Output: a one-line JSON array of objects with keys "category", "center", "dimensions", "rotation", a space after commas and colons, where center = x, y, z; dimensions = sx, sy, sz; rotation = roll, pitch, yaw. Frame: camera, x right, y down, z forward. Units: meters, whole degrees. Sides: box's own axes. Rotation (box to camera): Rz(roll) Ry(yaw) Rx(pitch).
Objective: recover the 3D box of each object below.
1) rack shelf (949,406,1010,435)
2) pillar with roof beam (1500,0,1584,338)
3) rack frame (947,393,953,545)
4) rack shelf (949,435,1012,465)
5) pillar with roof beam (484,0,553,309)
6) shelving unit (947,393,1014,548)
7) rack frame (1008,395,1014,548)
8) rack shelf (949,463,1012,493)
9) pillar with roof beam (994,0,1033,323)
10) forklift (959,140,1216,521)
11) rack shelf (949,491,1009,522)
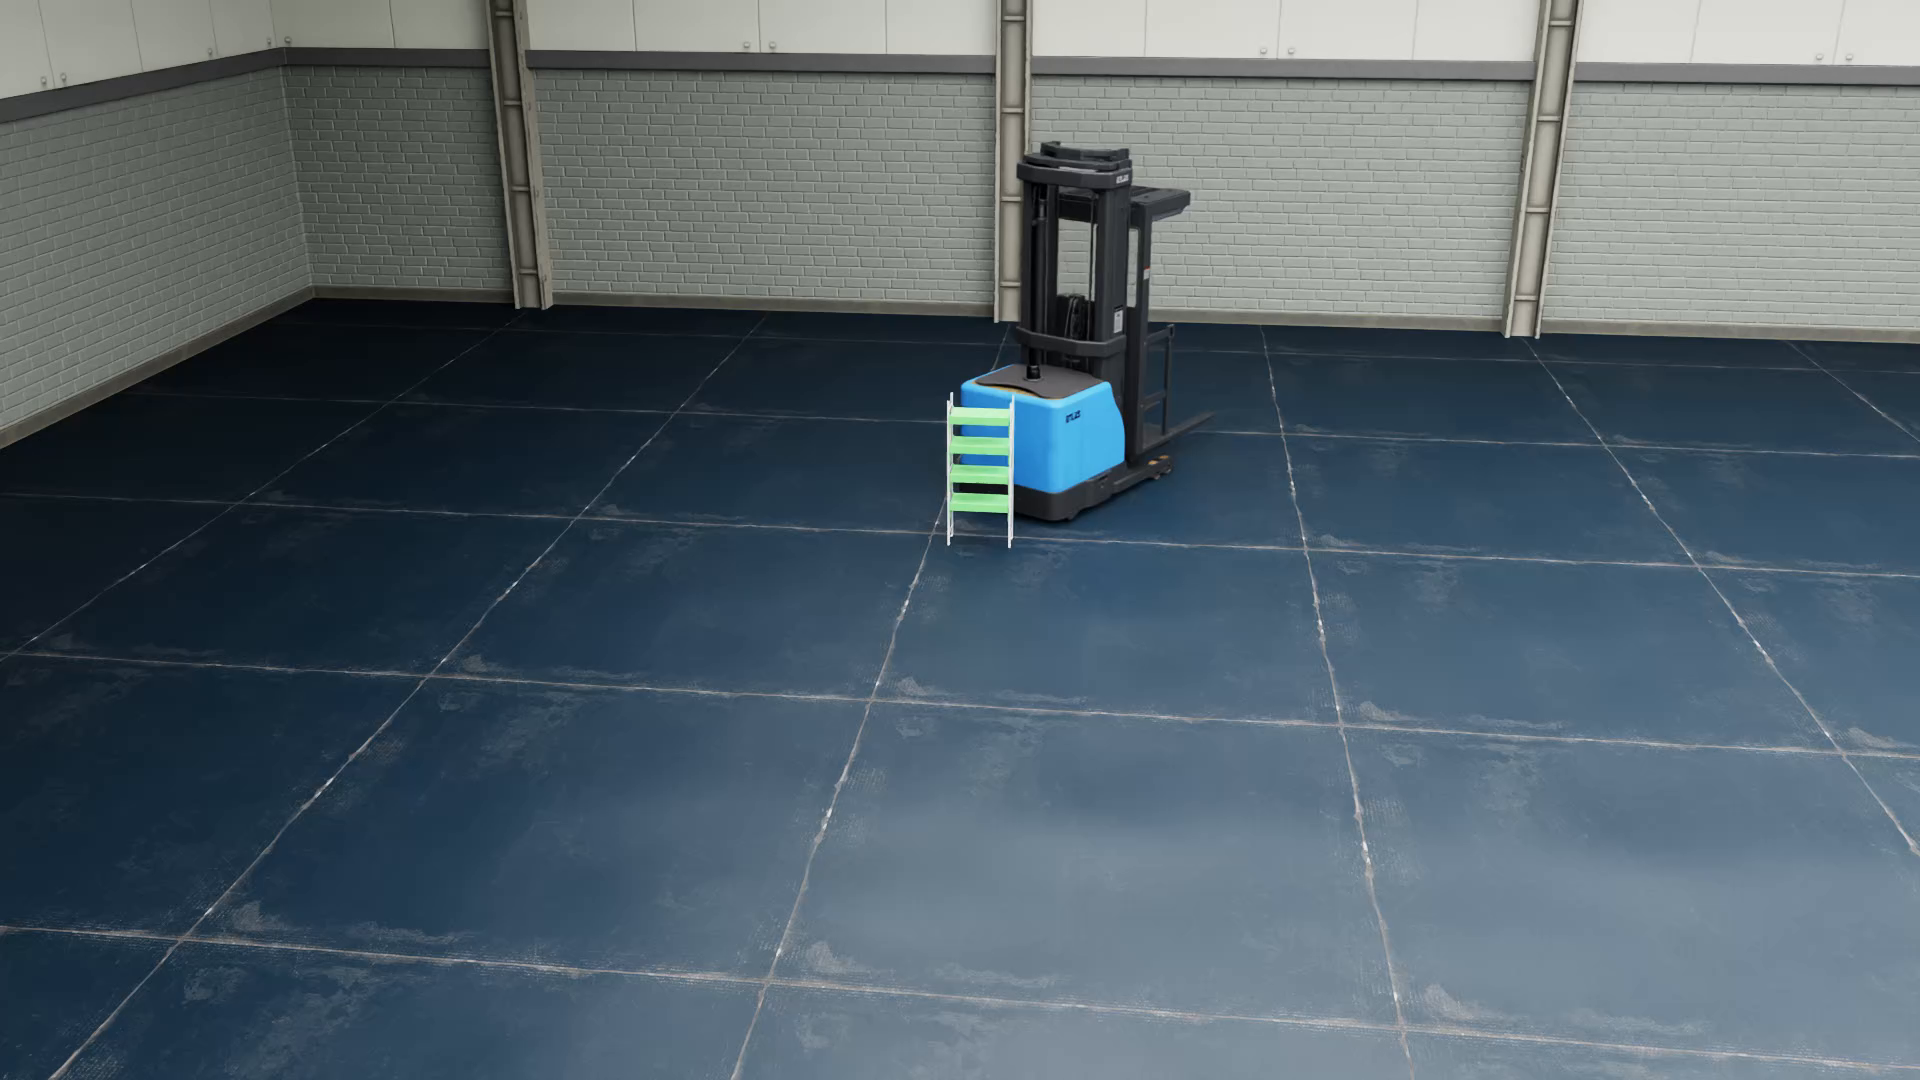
[{"category": "rack shelf", "center": [0.164, -0.938, 13.048], "dimensions": [0.480, 0.148, 0.258], "rotation": [2, 22, 6]}, {"category": "pillar with roof beam", "center": [6.073, -5.028, 13.919], "dimensions": [0.400, 9.000, 9.100], "rotation": [2, 22, 6]}, {"category": "rack frame", "center": [-0.078, -0.561, 13.228], "dimensions": [0.015, 1.200, 0.240], "rotation": [2, 22, 6]}, {"category": "rack shelf", "center": [0.164, -0.715, 13.136], "dimensions": [0.480, 0.148, 0.258], "rotation": [2, 22, 6]}, {"category": "pillar with roof beam", "center": [-5.843, -5.547, 15.232], "dimensions": [0.400, 9.000, 9.100], "rotation": [2, 22, 6]}, {"category": "shelving unit", "center": [0.164, -0.551, 13.201], "dimensions": [0.503, 1.200, 0.258], "rotation": [2, 22, 6]}, {"category": "rack frame", "center": [0.407, -0.540, 13.174], "dimensions": [0.015, 1.200, 0.240], "rotation": [2, 22, 6]}, {"category": "rack shelf", "center": [0.164, -0.491, 13.225], "dimensions": [0.480, 0.148, 0.258], "rotation": [2, 22, 6]}, {"category": "pillar with roof beam", "center": [0.115, -5.288, 14.575], "dimensions": [0.400, 9.000, 9.100], "rotation": [2, 22, 6]}, {"category": "forklift", "center": [1.274, -1.998, 14.508], "dimensions": [1.130, 2.935, 3.031], "rotation": [15, 26, 34]}, {"category": "rack shelf", "center": [0.164, -0.268, 13.313], "dimensions": [0.480, 0.148, 0.258], "rotation": [2, 22, 6]}]
